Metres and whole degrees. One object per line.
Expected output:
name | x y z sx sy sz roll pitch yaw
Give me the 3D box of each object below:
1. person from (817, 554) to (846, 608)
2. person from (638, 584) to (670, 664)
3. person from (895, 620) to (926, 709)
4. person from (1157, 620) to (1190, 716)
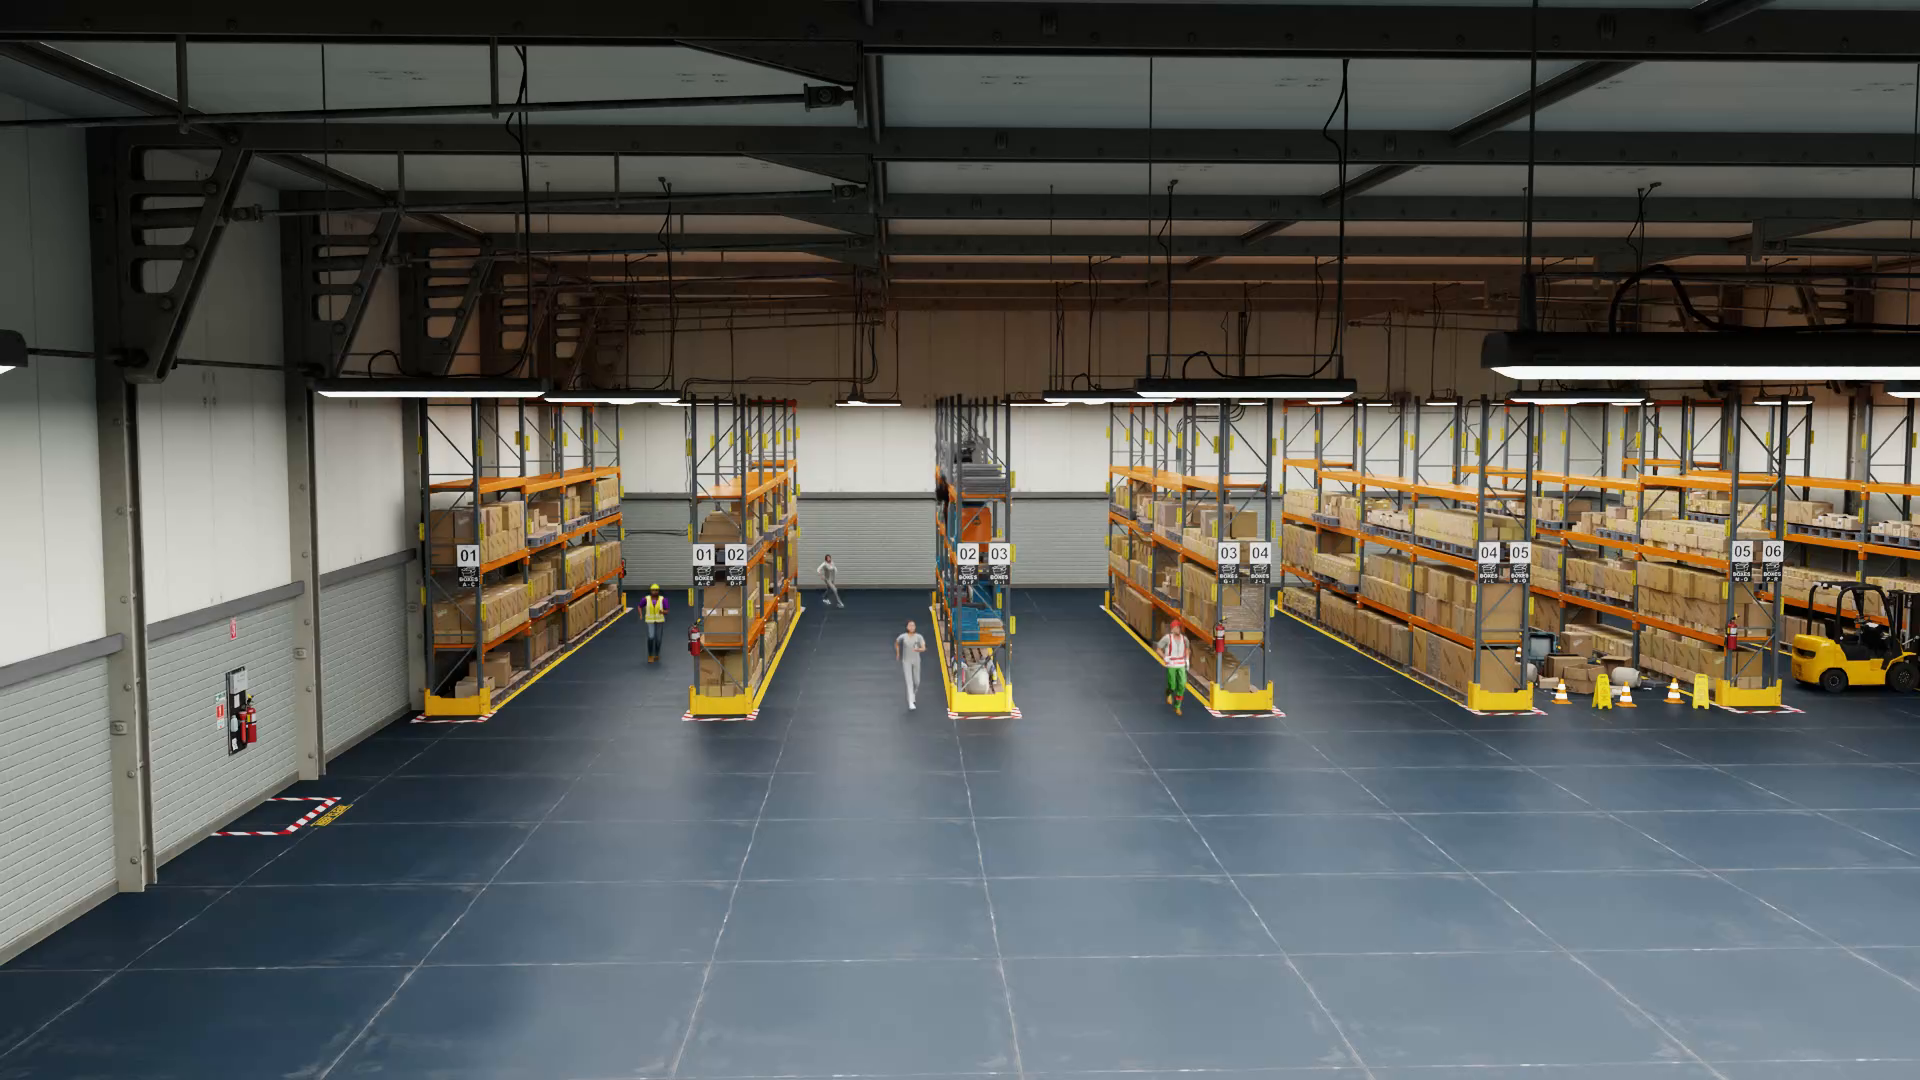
person | -3.768 1.171 47.966 0.888 1.554 0.634 4 6 40
person | -6.897 1.893 37.552 0.672 1.805 0.733 -1 5 -17
person | -0.933 2.357 31.820 0.573 1.645 0.852 -1 5 -10
person | 4.050 2.391 31.394 0.695 1.772 0.744 -1 5 -13
